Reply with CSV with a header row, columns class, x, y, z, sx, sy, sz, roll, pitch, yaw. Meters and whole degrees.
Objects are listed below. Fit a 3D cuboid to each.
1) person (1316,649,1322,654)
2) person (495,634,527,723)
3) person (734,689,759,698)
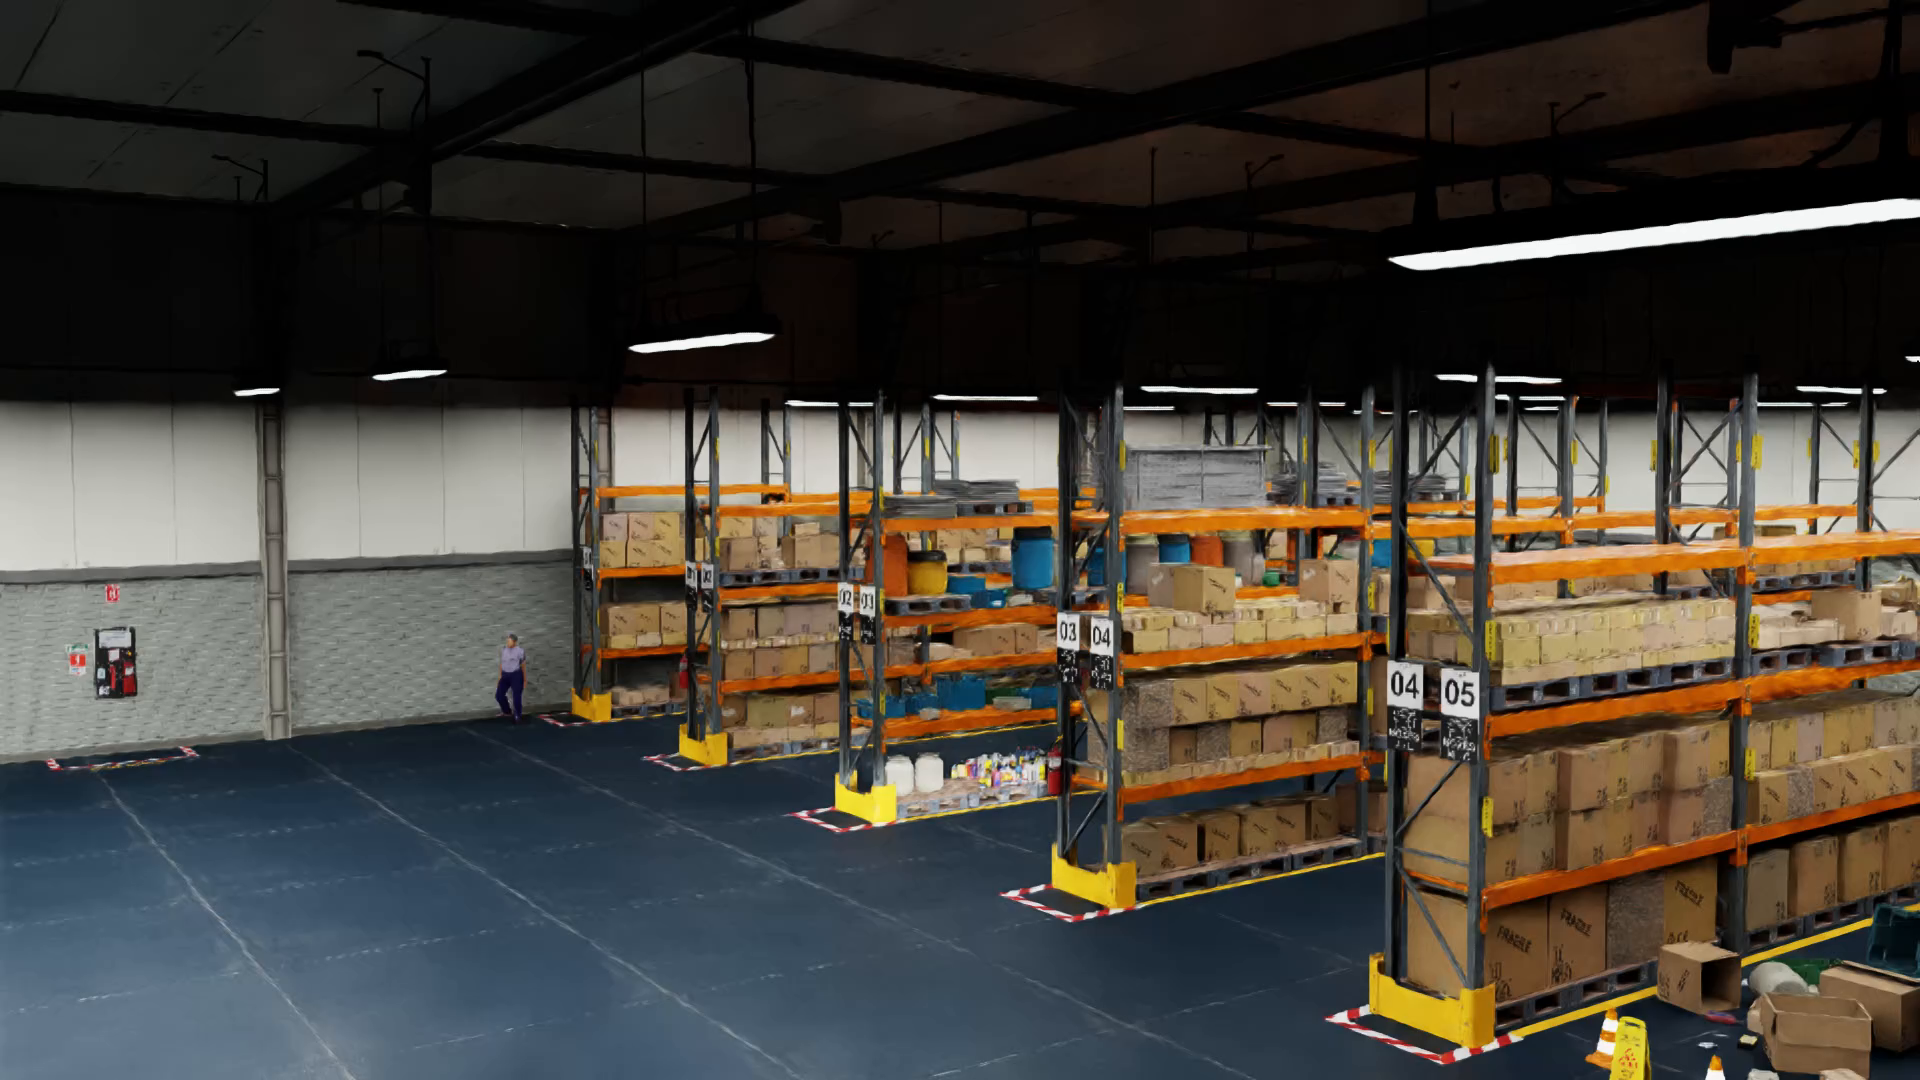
class,x,y,z,sx,sy,sz,roll,pitch,yaw
person,6.797,2.363,32.140,1.044,1.736,0.564,-2,4,-36
person,-8.266,2.527,30.471,0.673,1.619,0.518,1,4,13
person,-3.760,2.574,29.294,0.996,1.621,0.482,-2,4,-25
